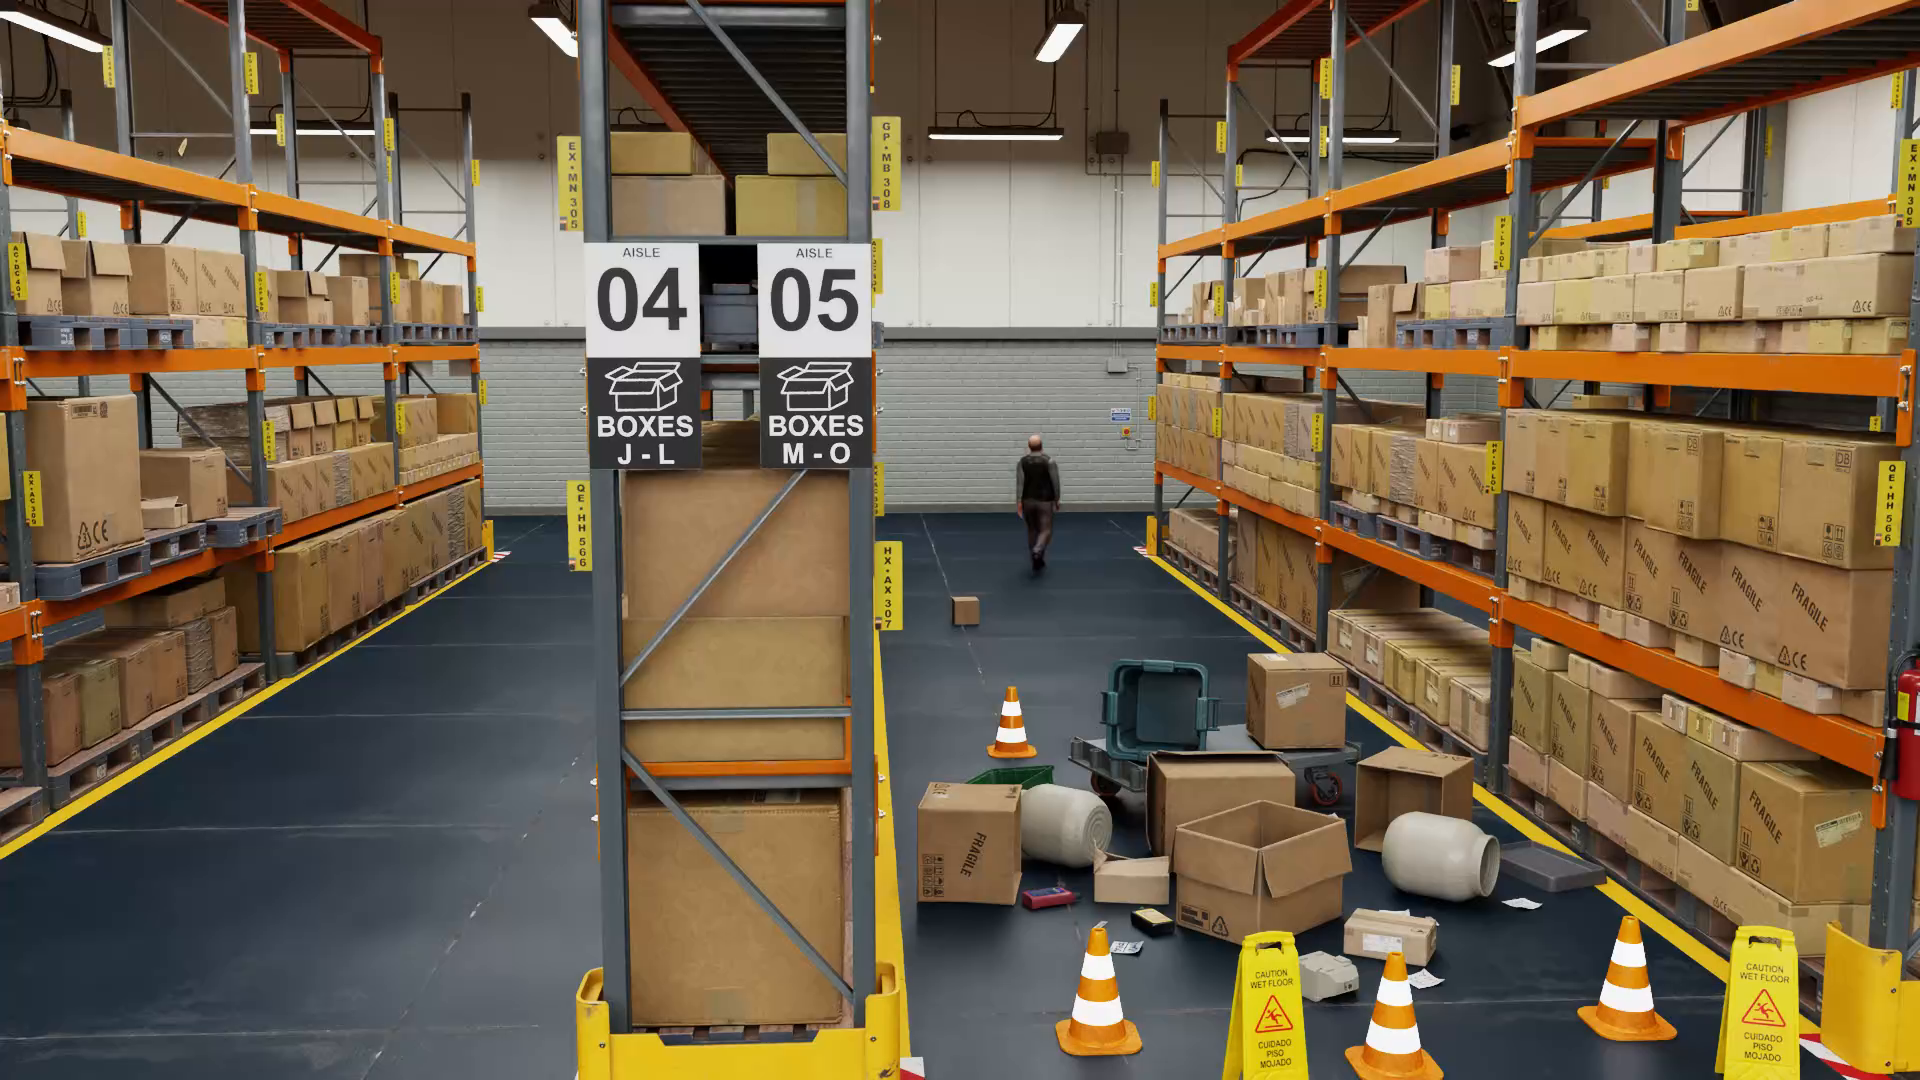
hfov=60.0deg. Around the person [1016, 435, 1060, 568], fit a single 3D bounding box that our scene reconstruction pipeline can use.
[{"bbox_3d":[0.974,-0.462,20.699,0.543,1.691,0.892,2,7,18],"label":"person"}]
